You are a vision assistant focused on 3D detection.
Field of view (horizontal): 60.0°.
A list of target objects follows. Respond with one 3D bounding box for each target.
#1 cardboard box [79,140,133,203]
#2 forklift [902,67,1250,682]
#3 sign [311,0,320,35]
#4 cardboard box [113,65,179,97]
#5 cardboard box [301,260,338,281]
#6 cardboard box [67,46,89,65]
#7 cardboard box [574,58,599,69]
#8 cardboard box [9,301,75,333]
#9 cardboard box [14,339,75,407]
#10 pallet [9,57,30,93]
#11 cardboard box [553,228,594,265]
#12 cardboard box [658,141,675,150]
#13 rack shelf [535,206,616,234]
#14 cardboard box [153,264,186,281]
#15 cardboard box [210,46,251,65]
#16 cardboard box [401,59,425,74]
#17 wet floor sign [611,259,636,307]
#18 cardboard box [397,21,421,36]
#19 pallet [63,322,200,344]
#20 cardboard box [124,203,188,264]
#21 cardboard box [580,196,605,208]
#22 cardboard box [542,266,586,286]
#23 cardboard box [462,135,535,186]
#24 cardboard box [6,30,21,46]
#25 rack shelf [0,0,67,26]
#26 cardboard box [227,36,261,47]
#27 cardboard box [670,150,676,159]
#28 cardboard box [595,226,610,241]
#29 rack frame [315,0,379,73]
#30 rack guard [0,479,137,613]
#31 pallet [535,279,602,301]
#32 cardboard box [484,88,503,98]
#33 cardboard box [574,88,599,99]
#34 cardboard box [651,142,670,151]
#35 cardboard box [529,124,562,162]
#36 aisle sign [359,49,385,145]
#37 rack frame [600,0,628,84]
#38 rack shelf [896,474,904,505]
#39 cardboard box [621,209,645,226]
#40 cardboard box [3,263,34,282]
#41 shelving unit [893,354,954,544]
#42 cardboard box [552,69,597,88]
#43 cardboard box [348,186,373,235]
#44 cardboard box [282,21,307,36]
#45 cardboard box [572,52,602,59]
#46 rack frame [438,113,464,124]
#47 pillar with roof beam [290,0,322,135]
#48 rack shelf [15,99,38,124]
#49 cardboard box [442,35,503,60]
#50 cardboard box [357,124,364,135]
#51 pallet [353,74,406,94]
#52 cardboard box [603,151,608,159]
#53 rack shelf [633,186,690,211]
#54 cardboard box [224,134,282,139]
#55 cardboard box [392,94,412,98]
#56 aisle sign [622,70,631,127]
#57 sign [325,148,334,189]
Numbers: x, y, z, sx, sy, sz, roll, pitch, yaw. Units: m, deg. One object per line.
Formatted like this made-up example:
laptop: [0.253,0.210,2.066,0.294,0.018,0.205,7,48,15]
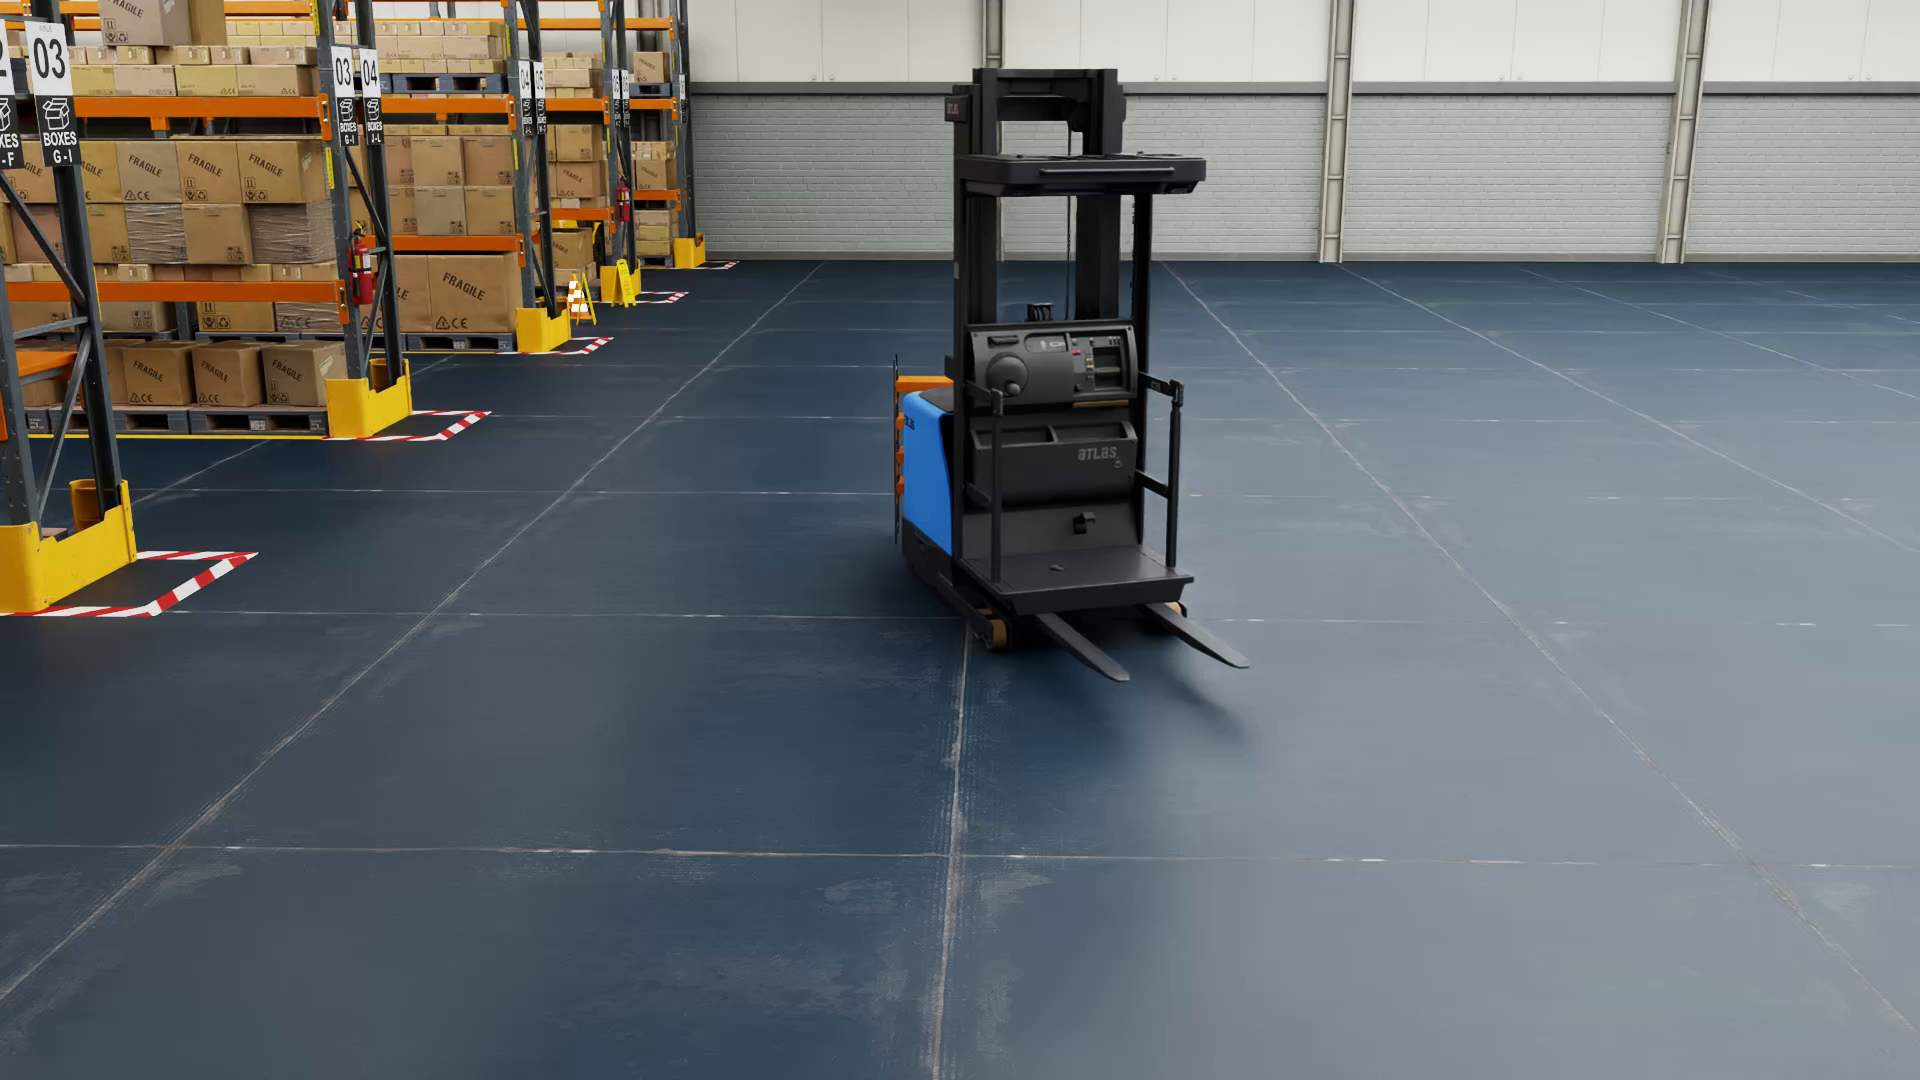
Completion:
cardboard box: [-7.168,-3.093,13.946,0.500,0.500,0.500,0,15,1]
forklift: [0.575,-0.956,8.718,1.130,2.935,3.031,-5,15,-17]
sign: [-5.147,-4.203,13.276,0.005,0.325,0.100,0,15,1]
cardboard box: [-6.613,-3.790,13.741,0.500,0.250,0.500,1,15,3]
cardboard box: [-5.403,-2.294,14.147,0.250,0.149,0.380,0,15,1]
cardboard box: [-7.232,-3.990,13.717,0.250,0.149,0.380,1,15,3]
cardboard box: [-5.205,-6.635,23.157,0.250,0.149,0.380,1,15,2]
cardboard box: [-10.471,-2.860,19.387,0.750,0.750,1.050,0,15,1]
cardboard box: [-8.140,-1.472,14.616,0.500,0.500,0.500,5,16,19]
pallet: [-6.064,-2.592,9.276,1.213,0.211,1.003,0,15,1]
cardboard box: [-5.683,-4.305,24.375,0.500,0.500,0.500,0,15,0]
cardboard box: [-5.067,-6.822,28.766,0.250,0.149,0.380,0,15,0]
rack shelf: [-6.859,-4.659,24.028,4.000,0.370,1.077,0,15,1]
cardboard box: [-6.653,-2.298,14.162,0.250,0.149,0.380,0,15,1]
cardboard box: [-5.932,-3.964,13.619,0.250,0.149,0.380,0,15,-1]
cardboard box: [-5.987,-5.232,18.383,0.250,0.149,0.380,1,15,2]
wet floor sign: [-4.697,-3.581,23.148,0.232,0.644,0.267,6,16,21]
cardboard box: [-5.995,-5.617,18.280,0.250,0.149,0.380,1,15,2]
pallet: [-9.657,-2.394,19.500,1.213,0.211,1.003,0,15,1]
cardboard box: [-6.664,-2.656,14.248,0.500,0.500,0.875,0,15,1]
cardboard box: [-5.239,-4.820,23.721,0.250,0.149,0.380,1,15,3]
cardboard box: [-5.699,-3.804,23.944,0.500,0.250,0.500,0,15,1]
cardboard box: [-5.255,-4.337,18.989,0.550,0.550,0.875,0,15,1]
cardboard box: [-11.138,-5.593,19.063,0.500,0.500,0.500,0,15,1]
rack shelf: [-14.856,-7.418,23.511,4.000,0.370,1.077,0,15,1]
cardboard box: [-7.898,-5.452,18.437,0.500,0.250,0.500,0,15,1]
cardboard box: [-5.069,-6.690,28.848,0.250,0.149,0.380,0,15,0]
cardboard box: [-6.249,-5.302,28.643,0.500,0.250,0.500,0,15,0]
rack frame: [-5.113,-5.367,13.542,0.127,3.000,1.000,0,15,1]
rack guard: [-5.316,0.017,9.795,0.348,0.500,1.175,0,15,1]
pallet: [-5.747,-3.660,24.298,1.213,0.211,1.003,0,15,1]
cardboard box: [-6.503,-6.269,23.333,0.250,0.149,0.380,0,15,0]
cardboard box: [-5.224,-6.253,23.274,0.250,0.149,0.380,0,15,2]
cardboard box: [-5.100,-6.714,28.356,0.250,0.149,0.380,0,15,2]
cardboard box: [-5.882,-5.622,23.530,0.500,0.500,0.700,1,15,2]
aisle sign: [-5.043,-3.799,14.264,0.004,0.787,0.394,0,15,1]
rack frame: [-4.860,-7.894,23.121,0.127,3.000,1.000,0,15,1]
rack shelf: [-0.165,-0.324,10.759,0.480,0.148,0.258,0,15,1]
cardboard box: [-5.716,-5.542,28.571,0.500,0.250,0.500,1,15,2]
cardboard box: [-7.905,-2.282,14.101,0.250,0.149,0.380,0,15,1]
shelving unit: [-0.165,-0.581,10.691,0.503,1.200,0.258,0,15,1]
cardboard box: [-5.378,-6.450,23.237,0.500,0.250,0.500,0,15,1]
cardboard box: [-6.895,-3.820,19.146,0.500,0.550,0.875,0,15,1]
cardboard box: [-7.256,-5.625,18.312,0.250,0.149,0.380,0,15,1]
cardboard box: [-6.207,-7.982,28.120,0.500,0.500,0.700,0,15,2]
rack frame: [-8.735,-6.285,28.783,0.127,3.000,1.000,0,15,1]
pillar with roof beam: [-11.518,-8.336,24.795,0.400,9.000,9.100,0,15,1]
rack shelf: [-7.239,-2.319,9.279,4.000,0.370,1.077,0,15,1]
cardboard box: [-5.382,-5.435,18.374,0.500,0.250,0.500,1,15,2]
cardboard box: [-8.424,-5.637,23.587,0.500,0.500,0.700,0,15,1]
pallet: [-6.850,-5.147,18.764,1.213,0.211,1.003,0,15,1]
cardboard box: [-6.120,-6.558,28.348,0.250,0.149,0.380,0,15,0]
rack shelf: [-6.736,-5.924,28.826,4.000,0.370,1.077,0,15,1]
cardboard box: [-7.963,-4.366,19.098,0.550,0.550,0.875,0,15,1]
cardboard box: [-7.793,-6.283,23.386,0.250,0.149,0.380,1,15,3]
aisle sign: [-4.790,-6.329,23.853,0.004,0.787,0.394,0,15,1]
sign: [-5.147,-3.037,13.584,0.005,0.325,0.100,0,15,1]
